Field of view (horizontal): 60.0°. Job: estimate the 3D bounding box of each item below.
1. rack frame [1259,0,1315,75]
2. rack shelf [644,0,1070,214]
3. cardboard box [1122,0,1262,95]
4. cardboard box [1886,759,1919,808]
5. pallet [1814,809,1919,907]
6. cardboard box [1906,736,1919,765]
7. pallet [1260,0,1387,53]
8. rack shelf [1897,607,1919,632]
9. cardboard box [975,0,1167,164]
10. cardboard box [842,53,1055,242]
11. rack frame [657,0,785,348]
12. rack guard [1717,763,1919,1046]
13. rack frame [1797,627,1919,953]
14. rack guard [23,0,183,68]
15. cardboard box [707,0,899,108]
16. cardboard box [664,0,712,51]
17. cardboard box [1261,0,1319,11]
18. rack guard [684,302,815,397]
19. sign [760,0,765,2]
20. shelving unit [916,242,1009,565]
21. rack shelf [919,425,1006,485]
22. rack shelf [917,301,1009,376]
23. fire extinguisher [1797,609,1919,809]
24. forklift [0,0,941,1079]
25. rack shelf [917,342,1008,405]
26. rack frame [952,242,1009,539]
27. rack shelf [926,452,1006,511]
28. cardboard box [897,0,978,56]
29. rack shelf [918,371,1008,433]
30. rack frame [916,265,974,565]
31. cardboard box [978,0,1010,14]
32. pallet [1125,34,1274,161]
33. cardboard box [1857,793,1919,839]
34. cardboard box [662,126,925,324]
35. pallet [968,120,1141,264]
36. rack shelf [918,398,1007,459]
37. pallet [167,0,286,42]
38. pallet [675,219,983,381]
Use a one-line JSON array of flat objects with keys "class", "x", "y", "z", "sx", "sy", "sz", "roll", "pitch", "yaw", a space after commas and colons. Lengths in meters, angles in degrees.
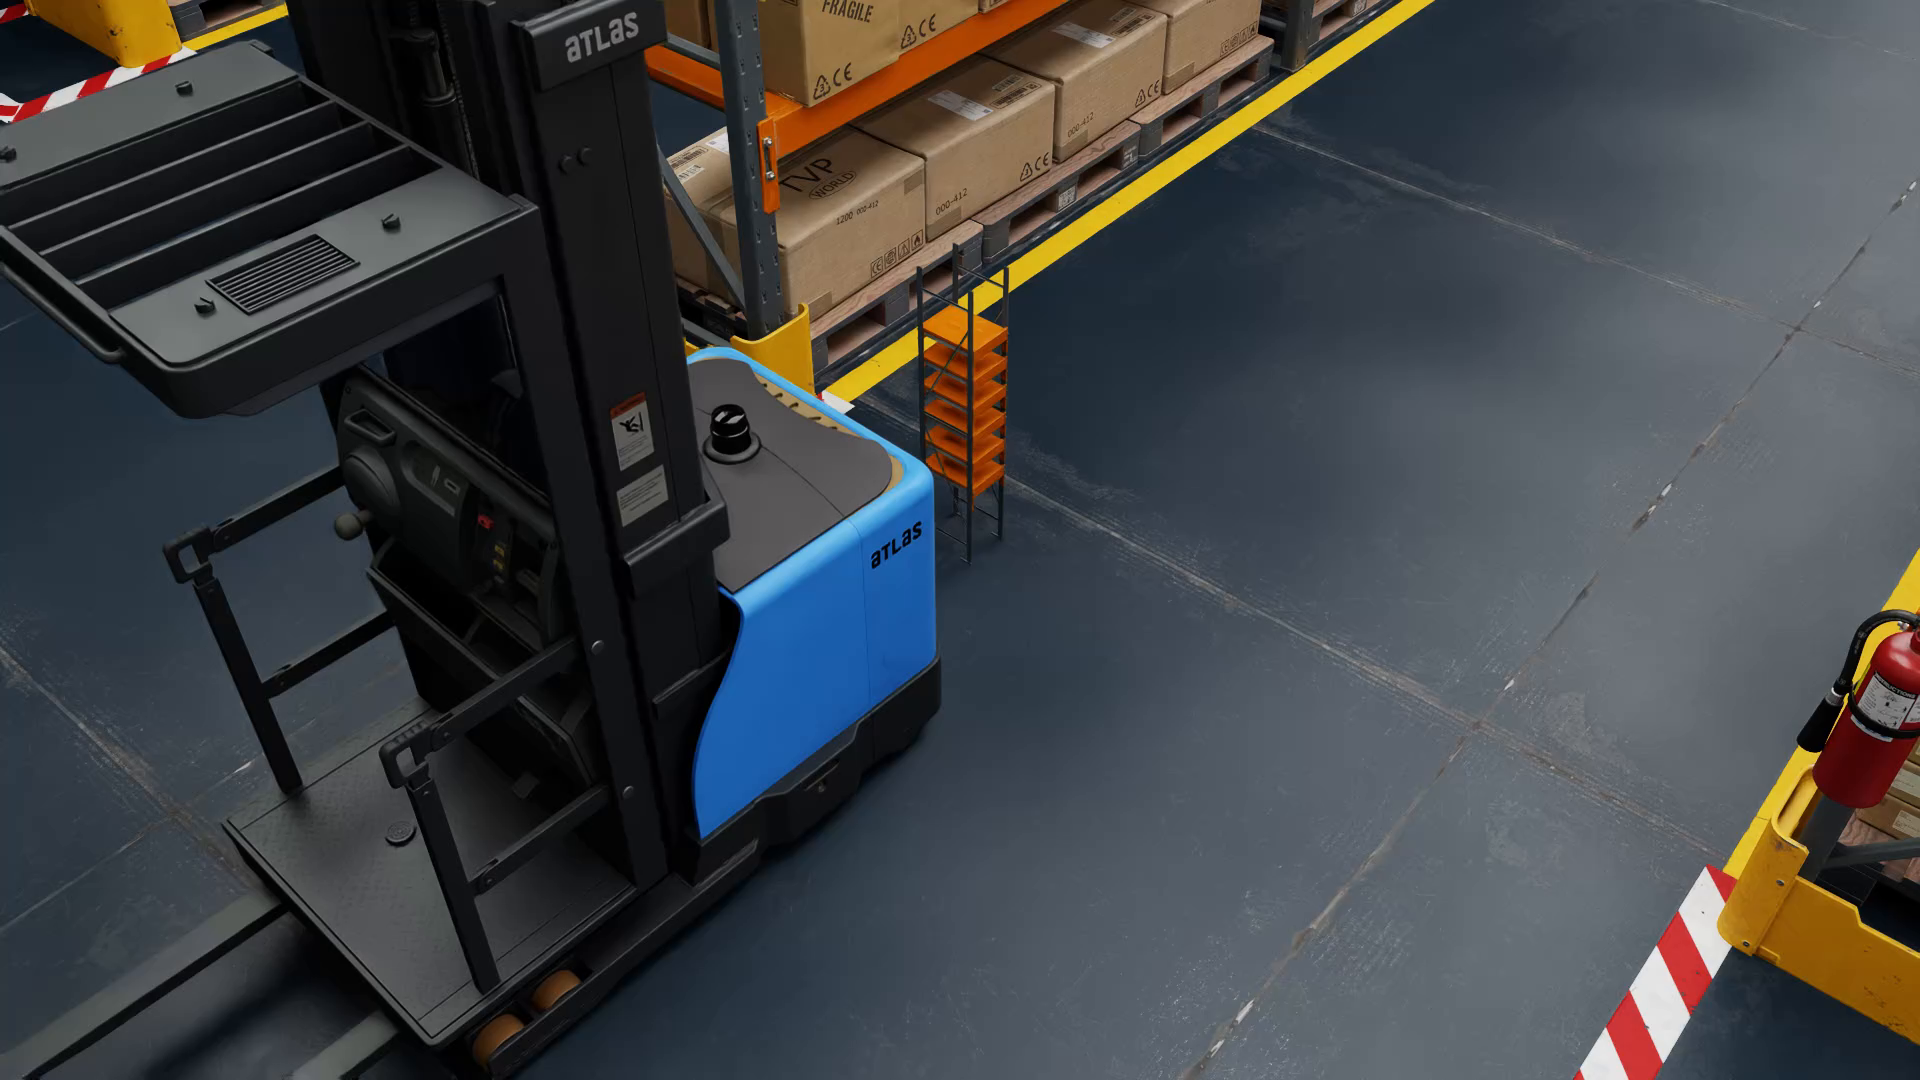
[{"class": "rack frame", "x": 1.466, "y": -3.884, "z": 8.291, "sx": 1.000, "sy": 3.000, "sz": 0.127, "roll": 29, "pitch": 50, "yaw": 28}, {"class": "rack shelf", "x": 0.179, "y": -2.588, "z": 7.401, "sx": 1.077, "sy": 0.370, "sz": 4.000, "roll": 29, "pitch": 50, "yaw": 28}, {"class": "cardboard box", "x": 0.980, "y": -2.814, "z": 8.708, "sx": 0.875, "sy": 0.438, "sz": 0.875, "roll": 29, "pitch": 50, "yaw": 28}, {"class": "cardboard box", "x": 2.867, "y": 0.661, "z": 4.879, "sx": 0.380, "sy": 0.149, "sz": 0.250, "roll": 28, "pitch": 49, "yaw": 27}, {"class": "pallet", "x": 3.345, "y": 0.857, "z": 5.151, "sx": 1.003, "sy": 0.211, "sz": 1.213, "roll": 29, "pitch": 50, "yaw": 28}, {"class": "cardboard box", "x": 2.892, "y": 0.564, "z": 4.765, "sx": 0.380, "sy": 0.149, "sz": 0.250, "roll": 30, "pitch": 50, "yaw": 29}, {"class": "pallet", "x": 1.905, "y": -3.282, "z": 9.702, "sx": 1.003, "sy": 0.211, "sz": 1.213, "roll": 29, "pitch": 50, "yaw": 28}, {"class": "rack shelf", "x": 4.033, "y": -0.497, "z": 5.101, "sx": 1.077, "sy": 0.370, "sz": 4.000, "roll": 29, "pitch": 50, "yaw": 28}, {"class": "cardboard box", "x": 0.404, "y": -2.353, "z": 8.200, "sx": 0.875, "sy": 0.438, "sz": 0.875, "roll": 28, "pitch": 49, "yaw": 27}, {"class": "cardboard box", "x": -0.177, "y": -1.889, "z": 7.691, "sx": 0.875, "sy": 0.438, "sz": 0.875, "roll": 31, "pitch": 51, "yaw": 29}, {"class": "rack frame", "x": -1.108, "y": -1.824, "z": 6.026, "sx": 1.000, "sy": 3.000, "sz": 0.127, "roll": 29, "pitch": 50, "yaw": 28}, {"class": "rack guard", "x": 2.795, "y": 1.153, "z": 4.610, "sx": 1.175, "sy": 0.500, "sz": 0.348, "roll": 29, "pitch": 50, "yaw": 28}, {"class": "rack frame", "x": 2.746, "y": 0.267, "z": 3.727, "sx": 1.000, "sy": 3.000, "sz": 0.127, "roll": 29, "pitch": 50, "yaw": 28}, {"class": "rack guard", "x": -4.861, "y": -3.085, "z": 9.272, "sx": 1.175, "sy": 0.500, "sz": 0.348, "roll": 29, "pitch": 50, "yaw": 28}, {"class": "cardboard box", "x": -0.579, "y": -1.984, "z": 6.128, "sx": 0.500, "sy": 0.500, "sz": 0.500, "roll": 29, "pitch": 50, "yaw": 28}, {"class": "cardboard box", "x": -1.000, "y": -2.224, "z": 6.392, "sx": 0.500, "sy": 0.500, "sz": 0.500, "roll": 30, "pitch": 50, "yaw": 29}, {"class": "cardboard box", "x": 1.804, "y": -3.607, "z": 9.254, "sx": 0.875, "sy": 0.875, "sz": 0.875, "roll": 31, "pitch": 51, "yaw": 30}, {"class": "rack guard", "x": -1.123, "y": -0.887, "z": 6.854, "sx": 1.175, "sy": 0.500, "sz": 0.348, "roll": 29, "pitch": 50, "yaw": 28}, {"class": "sign", "x": -0.687, "y": -1.930, "z": 5.441, "sx": 0.100, "sy": 0.325, "sz": 0.005, "roll": 29, "pitch": 50, "yaw": 28}, {"class": "shelving unit", "x": 0.009, "y": -0.451, "z": 5.855, "sx": 0.258, "sy": 1.200, "sz": 0.189, "roll": 29, "pitch": 50, "yaw": 28}, {"class": "rack shelf", "x": 0.009, "y": -0.330, "z": 5.965, "sx": 0.258, "sy": 0.103, "sz": 0.180, "roll": 29, "pitch": 50, "yaw": 28}, {"class": "rack shelf", "x": 0.009, "y": -0.685, "z": 5.642, "sx": 0.258, "sy": 0.103, "sz": 0.180, "roll": 29, "pitch": 50, "yaw": 28}, {"class": "fire extinguisher", "x": 2.230, "y": 0.364, "z": 3.955, "sx": 0.296, "sy": 0.674, "sz": 0.183, "roll": 29, "pitch": 50, "yaw": 28}, {"class": "forklift", "x": -1.434, "y": 0.006, "z": 4.065, "sx": 1.130, "sy": 2.935, "sz": 3.031, "roll": 32, "pitch": 51, "yaw": 30}, {"class": "rack shelf", "x": 0.009, "y": -0.596, "z": 5.723, "sx": 0.258, "sy": 0.103, "sz": 0.180, "roll": 29, "pitch": 50, "yaw": 28}, {"class": "rack frame", "x": 0.068, "y": -0.498, "z": 5.906, "sx": 0.240, "sy": 1.200, "sz": 0.006, "roll": 29, "pitch": 50, "yaw": 28}, {"class": "rack shelf", "x": 0.009, "y": -0.241, "z": 6.046, "sx": 0.258, "sy": 0.103, "sz": 0.180, "roll": 29, "pitch": 50, "yaw": 28}, {"class": "cardboard box", "x": -0.275, "y": -2.256, "z": 6.428, "sx": 0.500, "sy": 0.500, "sz": 0.500, "roll": 29, "pitch": 50, "yaw": 28}, {"class": "rack shelf", "x": 0.009, "y": -0.507, "z": 5.804, "sx": 0.258, "sy": 0.103, "sz": 0.180, "roll": 29, "pitch": 50, "yaw": 28}, {"class": "rack frame", "x": -0.050, "y": -0.404, "z": 5.803, "sx": 0.240, "sy": 1.200, "sz": 0.006, "roll": 29, "pitch": 50, "yaw": 28}, {"class": "cardboard box", "x": 0.066, "y": -2.510, "z": 6.707, "sx": 0.500, "sy": 0.500, "sz": 0.500, "roll": 29, "pitch": 50, "yaw": 28}, {"class": "pallet", "x": 0.917, "y": -2.494, "z": 8.836, "sx": 1.003, "sy": 0.211, "sz": 1.213, "roll": 29, "pitch": 50, "yaw": 28}, {"class": "cardboard box", "x": 2.925, "y": 0.805, "z": 4.942, "sx": 0.380, "sy": 0.149, "sz": 0.250, "roll": 30, "pitch": 50, "yaw": 29}, {"class": "cardboard box", "x": -0.760, "y": -1.415, "z": 7.168, "sx": 0.875, "sy": 0.438, "sz": 0.875, "roll": 28, "pitch": 49, "yaw": 27}, {"class": "pallet", "x": 0.132, "y": -1.863, "z": 8.142, "sx": 1.003, "sy": 0.211, "sz": 1.213, "roll": 29, "pitch": 50, "yaw": 28}, {"class": "rack shelf", "x": 0.009, "y": -0.419, "z": 5.884, "sx": 0.258, "sy": 0.103, "sz": 0.180, "roll": 29, "pitch": 50, "yaw": 28}, {"class": "pallet", "x": -4.348, "y": -3.389, "z": 9.821, "sx": 1.003, "sy": 0.211, "sz": 1.213, "roll": 29, "pitch": 50, "yaw": 28}, {"class": "pallet", "x": -0.653, "y": -1.238, "z": 7.455, "sx": 1.003, "sy": 0.211, "sz": 1.213, "roll": 29, "pitch": 50, "yaw": 28}]
